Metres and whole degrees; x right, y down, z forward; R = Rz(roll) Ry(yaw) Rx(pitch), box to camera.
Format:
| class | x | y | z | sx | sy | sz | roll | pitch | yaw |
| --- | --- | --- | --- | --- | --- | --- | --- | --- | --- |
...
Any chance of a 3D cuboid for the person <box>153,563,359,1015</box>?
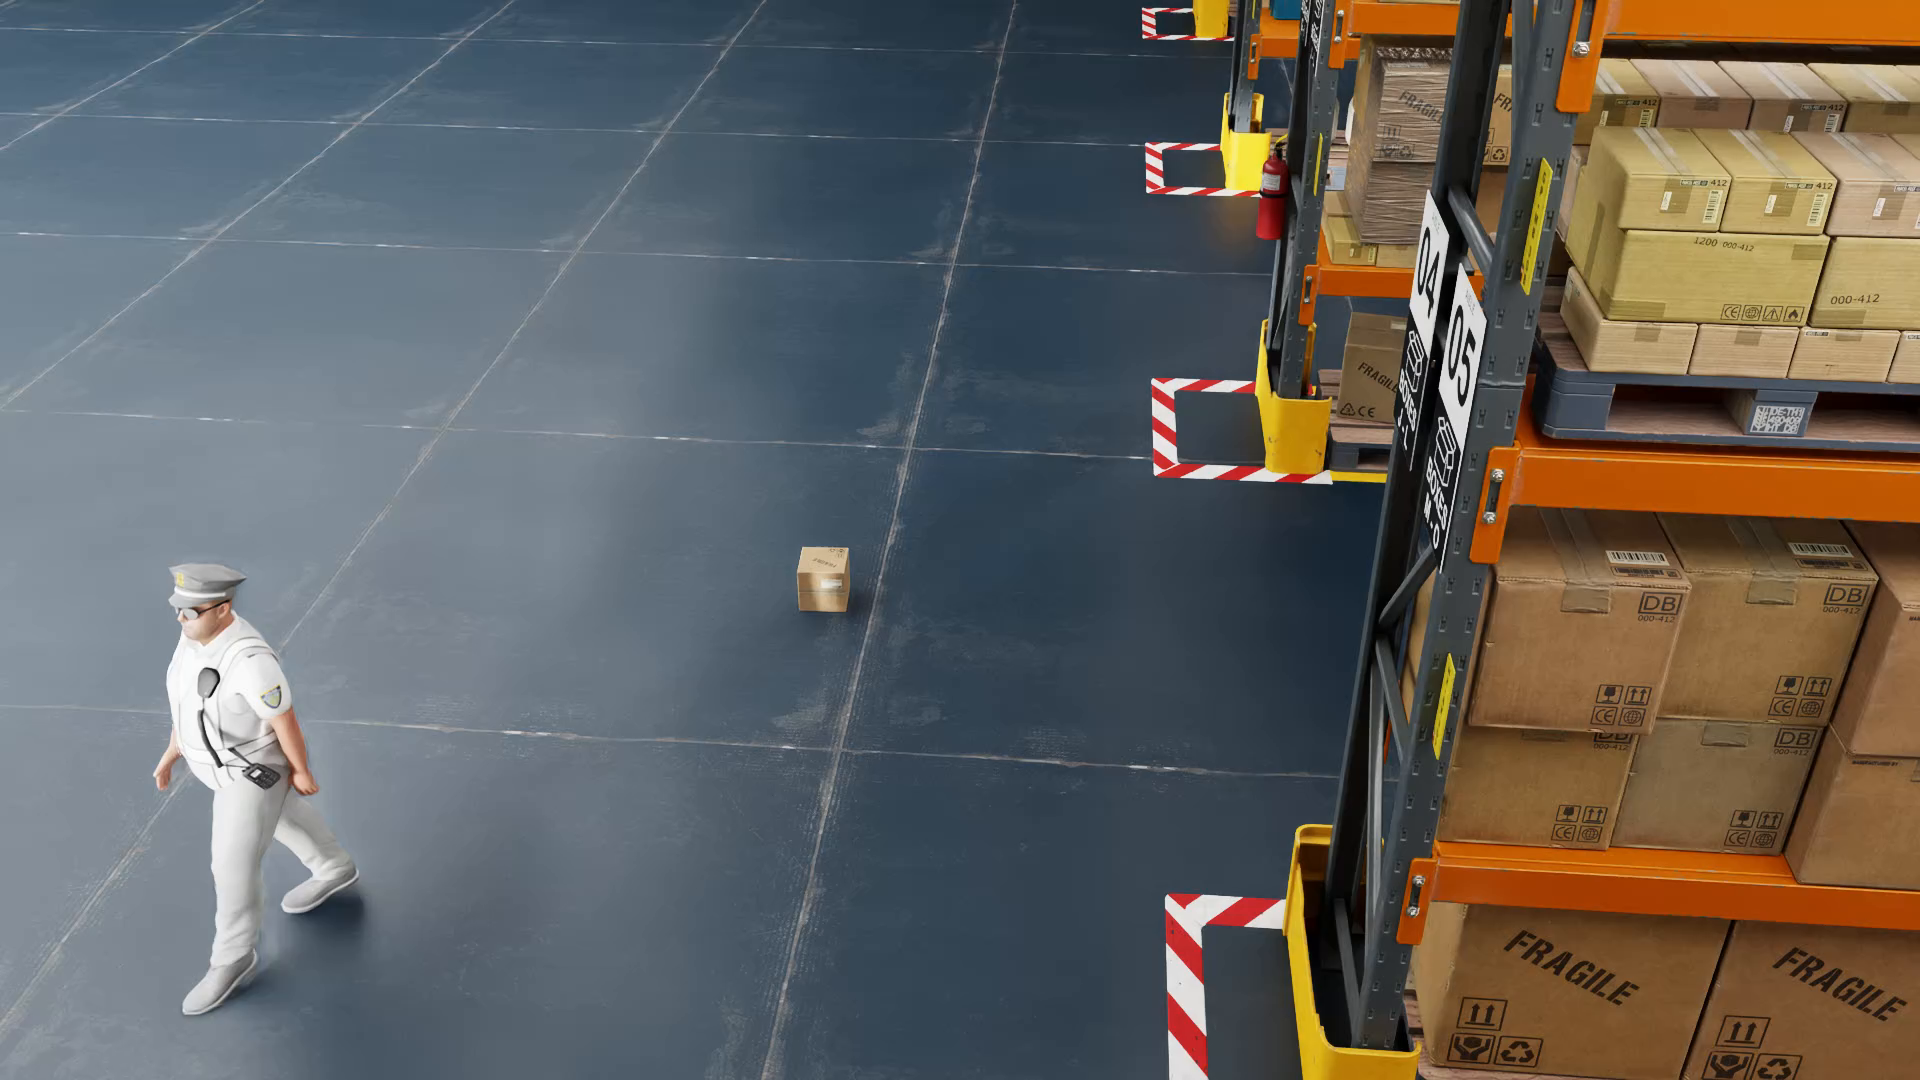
| class | x | y | z | sx | sy | sz | roll | pitch | yaw |
| --- | --- | --- | --- | --- | --- | --- | --- | --- | --- |
| person | -2.848 | 0.889 | 6.395 | 0.844 | 1.785 | 0.536 | -28 | 41 | -37 |
